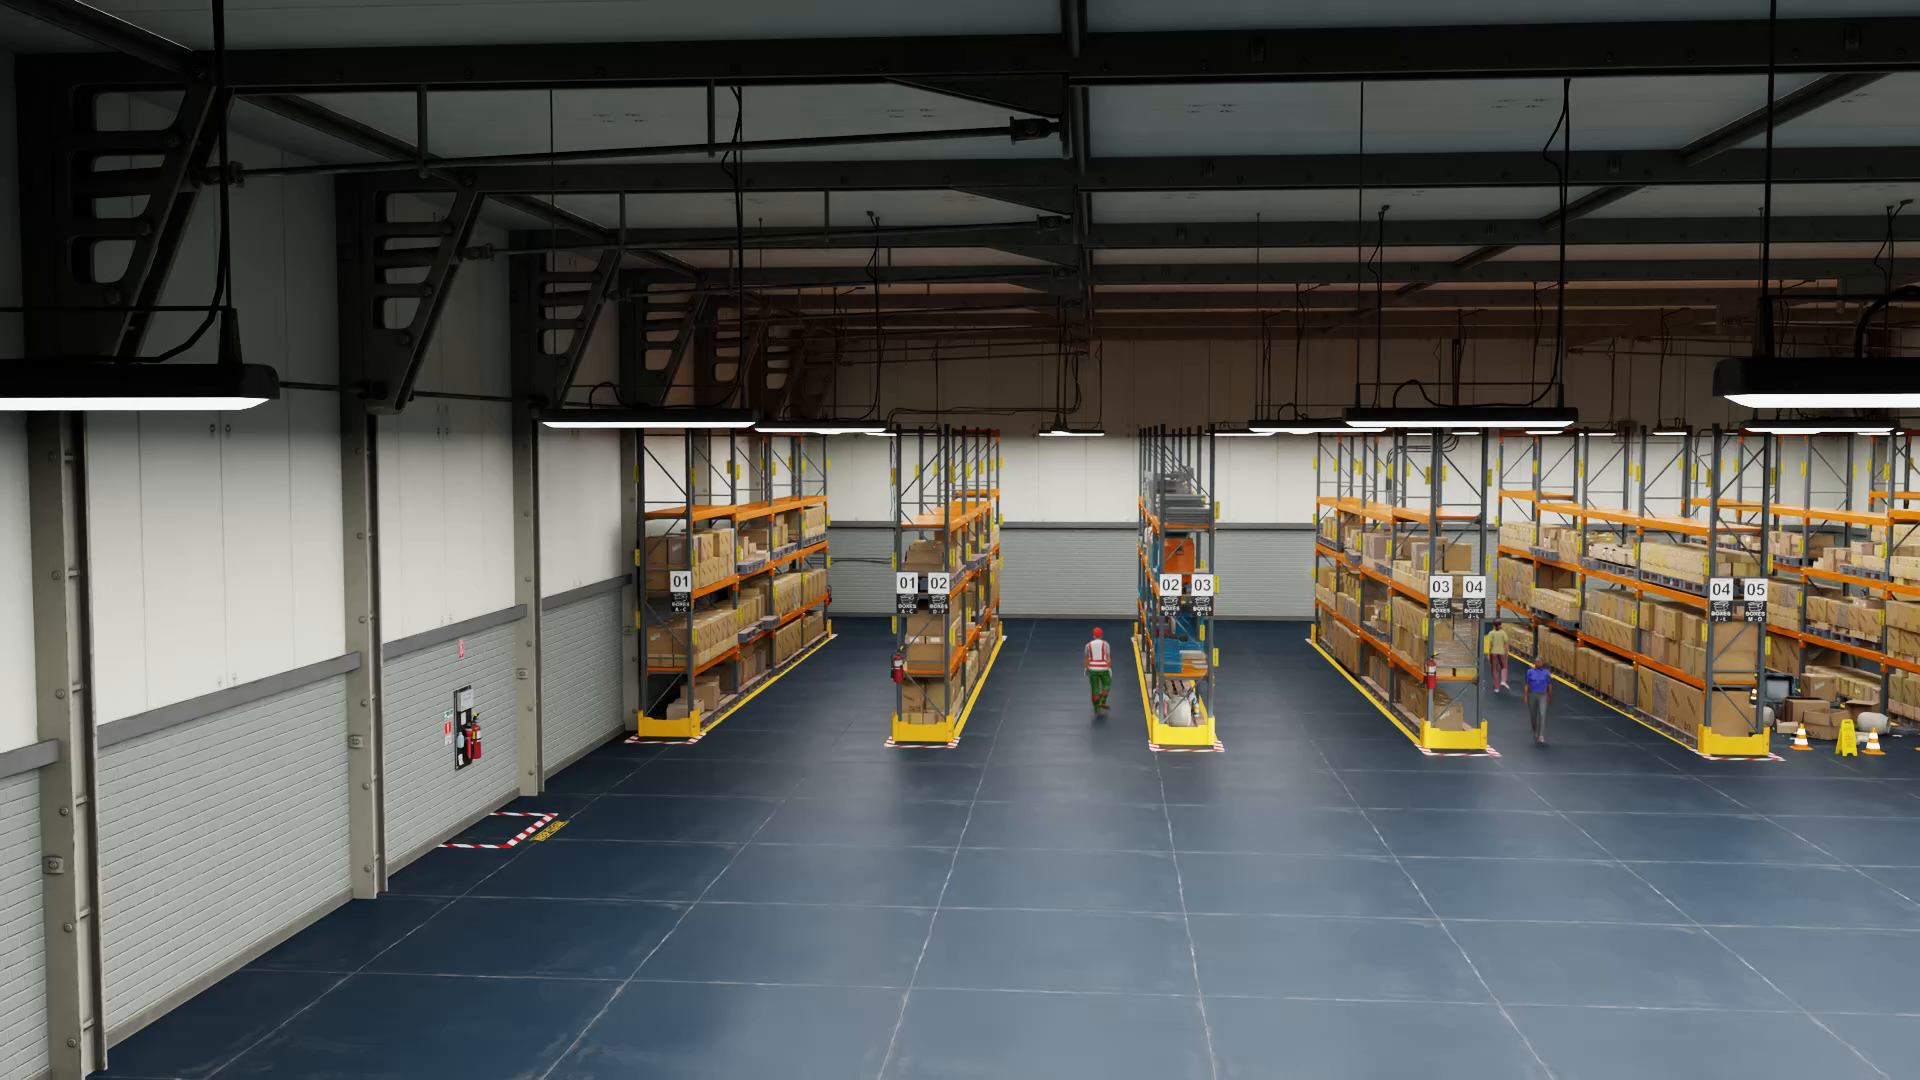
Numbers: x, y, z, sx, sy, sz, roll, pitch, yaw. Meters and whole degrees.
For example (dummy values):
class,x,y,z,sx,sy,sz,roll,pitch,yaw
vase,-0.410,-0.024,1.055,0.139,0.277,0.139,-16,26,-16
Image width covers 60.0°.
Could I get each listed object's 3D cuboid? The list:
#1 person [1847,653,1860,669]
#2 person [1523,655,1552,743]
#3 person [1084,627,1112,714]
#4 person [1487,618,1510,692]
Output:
class,x,y,z,sx,sy,sz,roll,pitch,yaw
person,21.442,2.402,40.064,0.614,1.775,0.612,0,3,3
person,10.890,2.988,31.395,0.478,1.608,0.958,2,4,27
person,2.875,2.718,34.653,0.584,1.782,0.490,1,4,15
person,12.158,2.606,37.545,0.500,1.670,0.502,1,4,8
